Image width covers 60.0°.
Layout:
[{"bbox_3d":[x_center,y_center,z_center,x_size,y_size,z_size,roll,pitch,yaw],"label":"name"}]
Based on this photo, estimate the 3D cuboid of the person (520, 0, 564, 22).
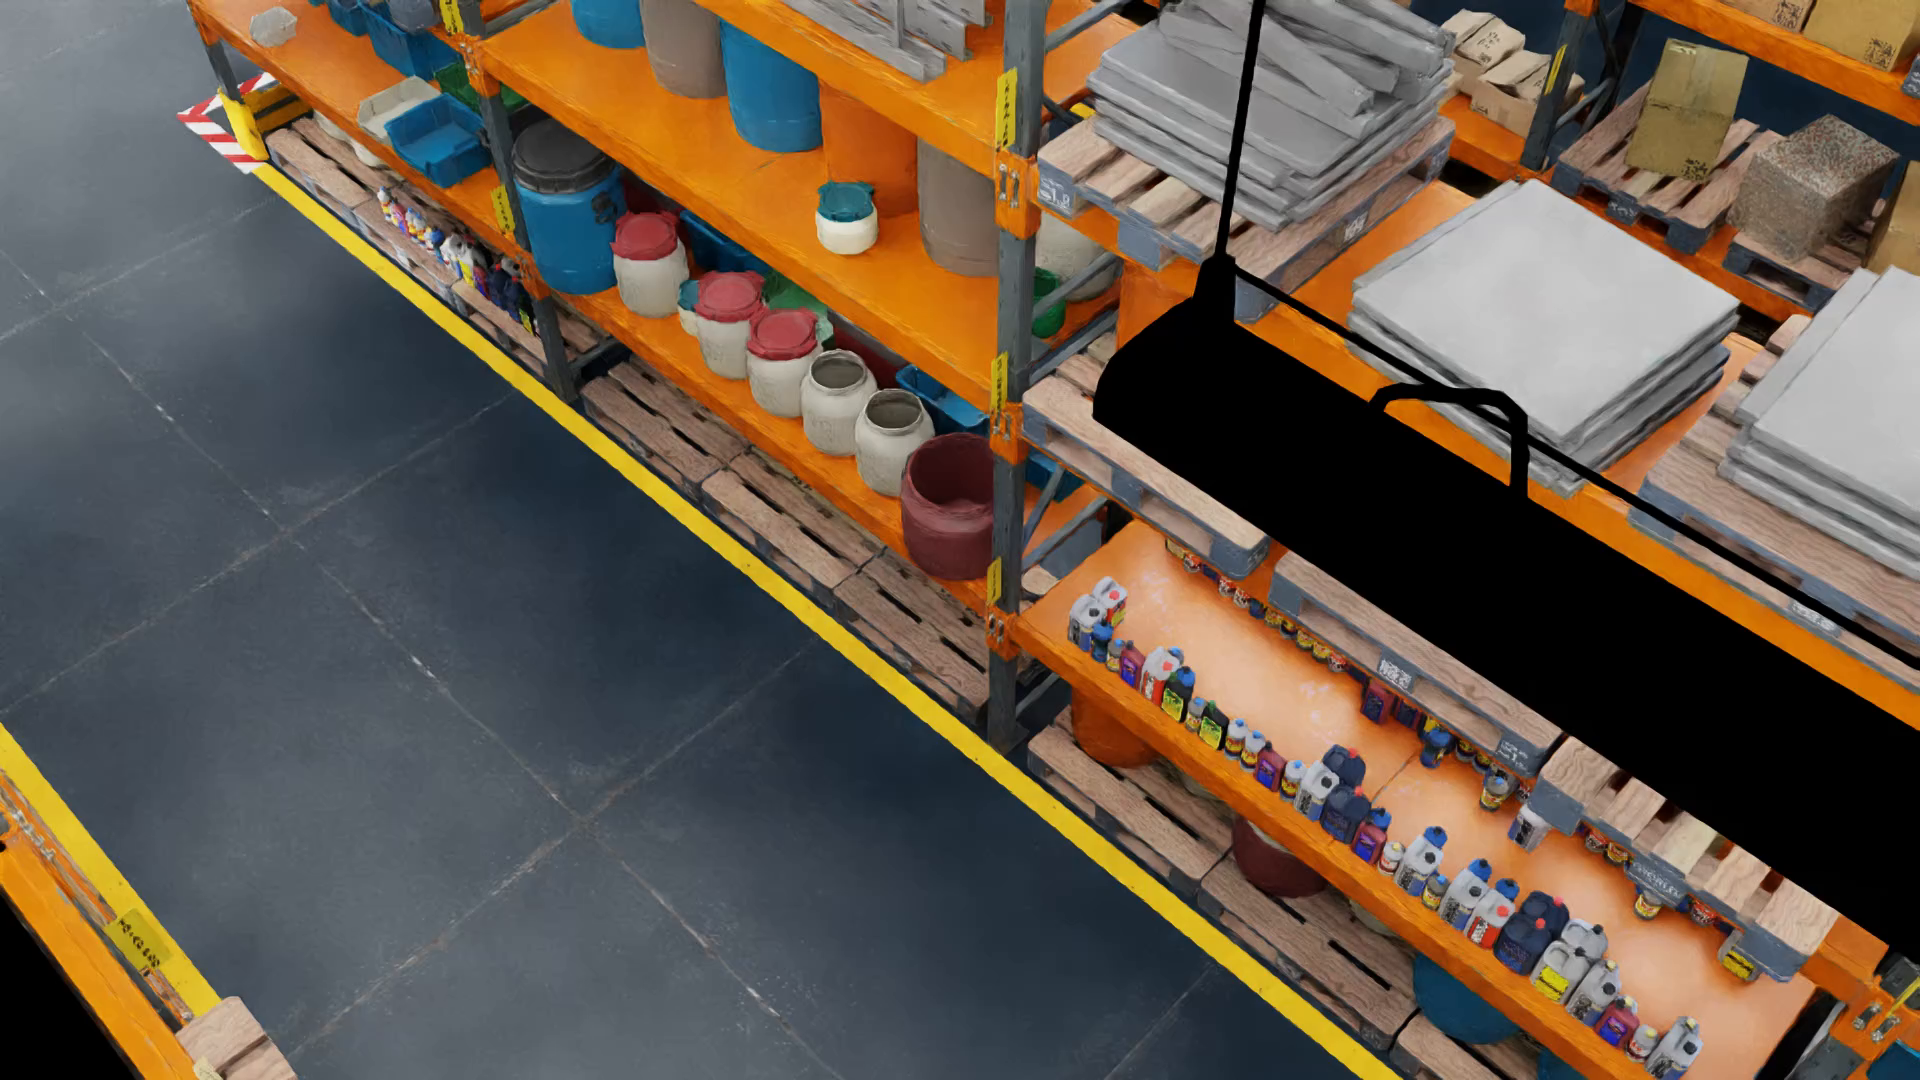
[{"bbox_3d":[-3.323,-4.419,13.107,0.533,1.524,0.729,36,59,26],"label":"person"}]
